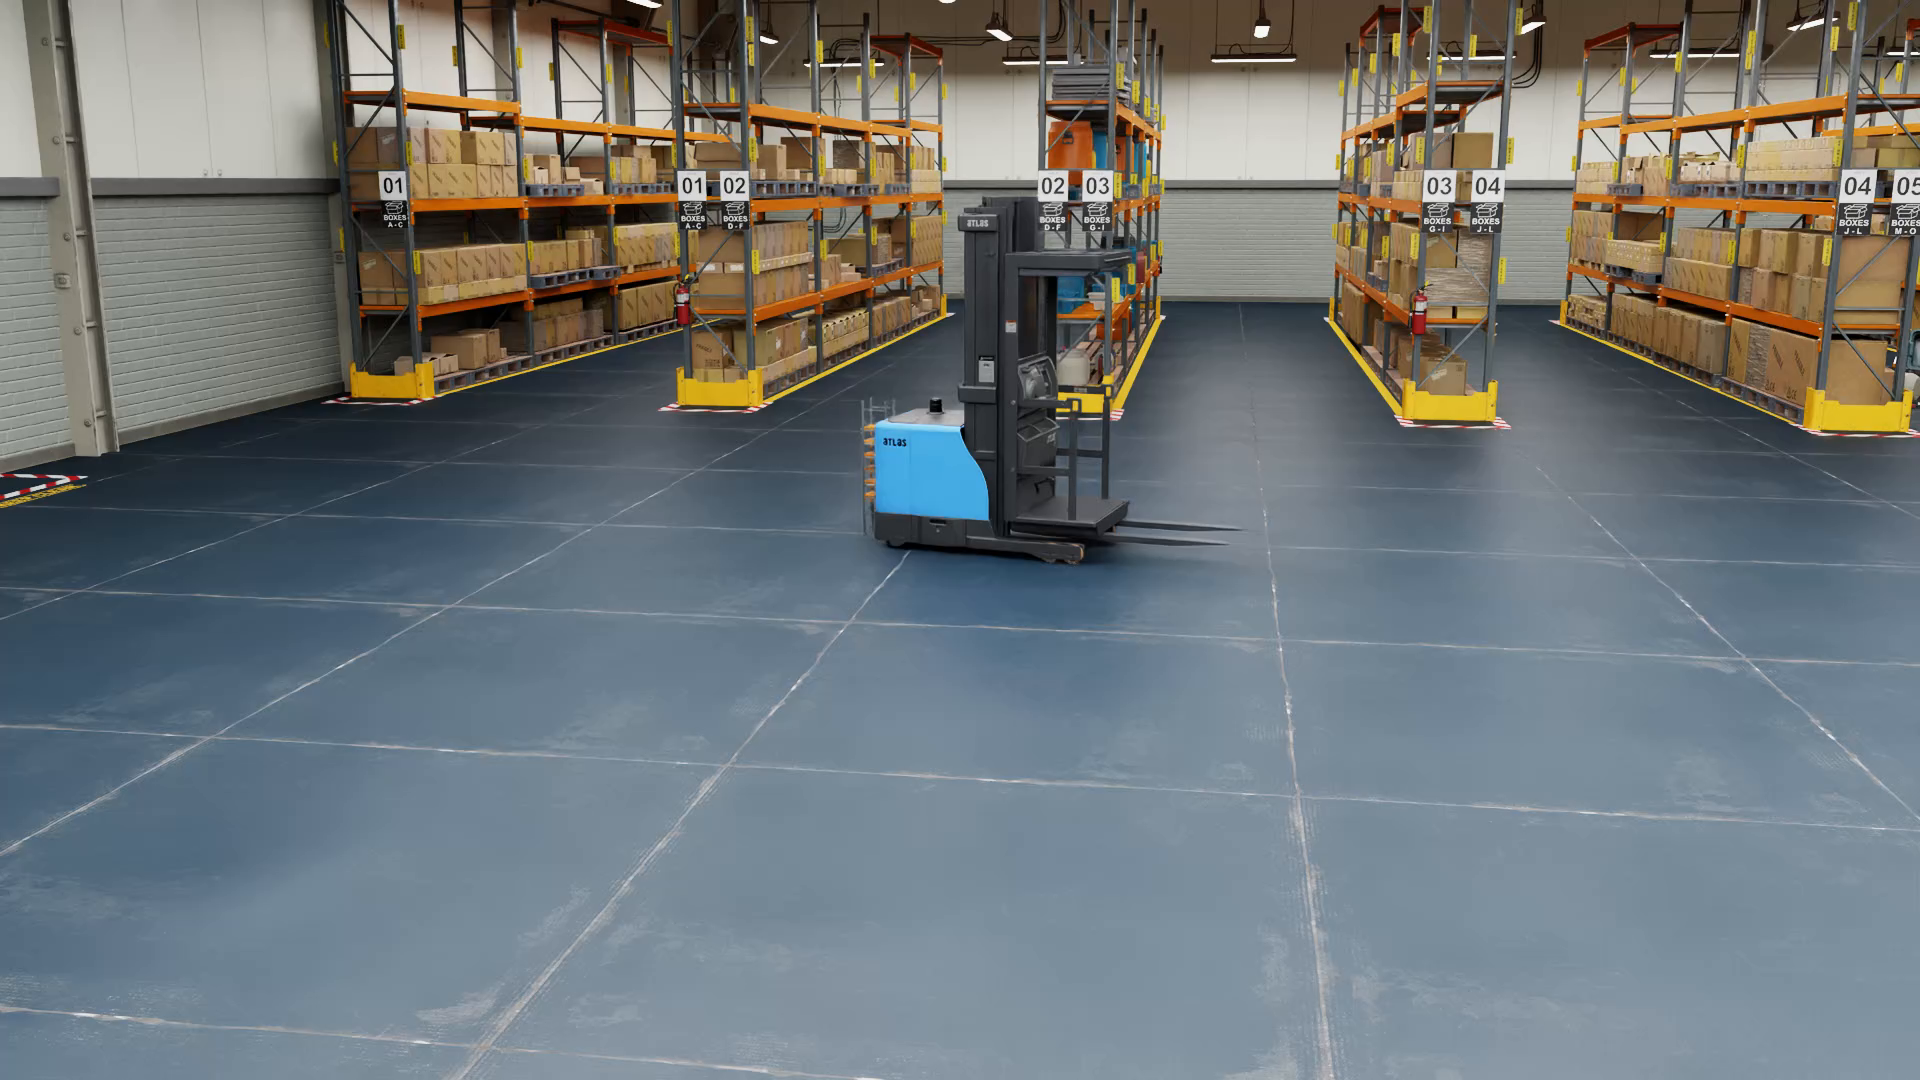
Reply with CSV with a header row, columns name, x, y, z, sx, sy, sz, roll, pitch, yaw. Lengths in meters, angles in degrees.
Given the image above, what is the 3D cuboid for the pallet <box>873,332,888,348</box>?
name,x,y,z,sx,sy,sz,roll,pitch,yaw
pallet,-1.978,-3.835,31.789,1.003,0.211,1.213,2,12,9

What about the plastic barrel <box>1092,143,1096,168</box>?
name,x,y,z,sx,sy,sz,roll,pitch,yaw
plastic barrel,1.584,-5.223,23.044,0.600,0.588,0.600,0,12,0

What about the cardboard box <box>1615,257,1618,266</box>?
name,x,y,z,sx,sy,sz,roll,pitch,yaw
cardboard box,12.525,-5.227,31.226,0.380,0.149,0.250,2,12,9

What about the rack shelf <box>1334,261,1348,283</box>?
name,x,y,z,sx,sy,sz,roll,pitch,yaw
rack shelf,8.581,-5.620,35.158,1.077,0.370,4.000,2,12,9

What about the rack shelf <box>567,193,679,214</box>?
name,x,y,z,sx,sy,sz,roll,pitch,yaw
rack shelf,-6.717,-6.735,33.212,1.077,0.370,4.000,2,12,9

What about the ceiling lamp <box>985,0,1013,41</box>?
name,x,y,z,sx,sy,sz,roll,pitch,yaw
ceiling lamp,1.027,-11.401,32.180,0.800,3.185,2.000,2,12,9

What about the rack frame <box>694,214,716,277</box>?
name,x,y,z,sx,sy,sz,roll,pitch,yaw
rack frame,-5.795,-6.869,39.248,1.000,3.000,0.127,2,12,9

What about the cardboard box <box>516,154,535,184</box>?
name,x,y,z,sx,sy,sz,roll,pitch,yaw
cardboard box,-7.477,-6.203,27.802,0.500,0.500,0.500,4,13,17

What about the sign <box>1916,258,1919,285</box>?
name,x,y,z,sx,sy,sz,roll,pitch,yaw
sign,11.861,-3.318,20.527,0.100,0.325,0.005,2,12,9

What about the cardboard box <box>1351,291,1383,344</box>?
name,x,y,z,sx,sy,sz,roll,pitch,yaw
cardboard box,7.785,-4.032,30.130,1.225,0.875,0.875,1,12,6

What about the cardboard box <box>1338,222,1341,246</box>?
name,x,y,z,sx,sy,sz,roll,pitch,yaw
cardboard box,8.471,-6.631,36.013,0.500,0.500,0.500,2,12,7

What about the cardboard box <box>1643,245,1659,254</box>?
name,x,y,z,sx,sy,sz,roll,pitch,yaw
cardboard box,12.207,-5.083,29.147,0.380,0.149,0.250,2,12,8

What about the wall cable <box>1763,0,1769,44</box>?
name,x,y,z,sx,sy,sz,roll,pitch,yaw
wall cable,18.241,-13.452,39.889,2.355,3.000,0.029,2,12,9

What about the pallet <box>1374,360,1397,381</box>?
name,x,y,z,sx,sy,sz,roll,pitch,yaw
pallet,7.161,-2.689,26.469,1.003,0.211,1.213,2,12,9

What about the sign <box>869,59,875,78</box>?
name,x,y,z,sx,sy,sz,roll,pitch,yaw
sign,-1.581,-8.494,29.952,0.100,0.325,0.005,2,12,9

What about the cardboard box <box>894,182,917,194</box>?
name,x,y,z,sx,sy,sz,roll,pitch,yaw
cardboard box,-1.195,-7.363,34.776,0.500,0.250,0.500,2,12,9

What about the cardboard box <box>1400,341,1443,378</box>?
name,x,y,z,sx,sy,sz,roll,pitch,yaw
cardboard box,6.861,-2.672,24.707,0.500,0.500,0.500,6,14,27

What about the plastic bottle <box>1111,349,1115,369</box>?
name,x,y,z,sx,sy,sz,roll,pitch,yaw
plastic bottle,2.305,-2.787,25.549,0.144,0.351,0.185,1,12,6

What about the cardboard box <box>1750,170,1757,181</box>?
name,x,y,z,sx,sy,sz,roll,pitch,yaw
cardboard box,11.499,-5.187,23.684,0.380,0.149,0.250,2,12,9

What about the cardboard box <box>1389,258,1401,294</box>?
name,x,y,z,sx,sy,sz,roll,pitch,yaw
cardboard box,6.801,-3.890,24.478,0.875,0.500,0.500,2,12,9

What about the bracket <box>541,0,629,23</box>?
name,x,y,z,sx,sy,sz,roll,pitch,yaw
bracket,-7.269,-10.265,32.220,0.076,0.066,4.783,2,12,9

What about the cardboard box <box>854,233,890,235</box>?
name,x,y,z,sx,sy,sz,roll,pitch,yaw
cardboard box,-1.808,-6.040,34.165,0.700,0.500,0.500,-2,12,-10

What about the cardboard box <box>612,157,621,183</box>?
name,x,y,z,sx,sy,sz,roll,pitch,yaw
cardboard box,-6.978,-7.149,32.145,0.700,0.500,0.500,1,12,6

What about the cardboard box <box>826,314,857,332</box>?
name,x,y,z,sx,sy,sz,roll,pitch,yaw
cardboard box,-2.121,-3.849,29.433,0.500,0.311,0.500,2,12,8

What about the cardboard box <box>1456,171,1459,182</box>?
name,x,y,z,sx,sy,sz,roll,pitch,yaw
cardboard box,6.318,-4.763,21.766,0.380,0.149,0.250,1,12,7

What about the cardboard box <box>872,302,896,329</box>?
name,x,y,z,sx,sy,sz,roll,pitch,yaw
cardboard box,-1.545,-4.445,32.888,0.500,0.500,0.500,1,12,7

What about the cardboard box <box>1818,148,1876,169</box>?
name,x,y,z,sx,sy,sz,roll,pitch,yaw
cardboard box,11.112,-4.779,20.844,0.500,0.250,0.500,2,12,9

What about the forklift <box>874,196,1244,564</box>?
name,x,y,z,sx,sy,sz,roll,pitch,yaw
forklift,0.838,-1.360,13.848,3.031,2.935,1.130,5,13,20

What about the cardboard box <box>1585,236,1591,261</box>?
name,x,y,z,sx,sy,sz,roll,pitch,yaw
cardboard box,13.215,-5.996,34.251,0.500,0.500,0.500,2,12,7

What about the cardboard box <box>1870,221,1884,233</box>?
name,x,y,z,sx,sy,sz,roll,pitch,yaw
cardboard box,17.865,-5.879,32.042,0.500,0.500,0.500,2,12,8

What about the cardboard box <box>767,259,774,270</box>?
name,x,y,z,sx,sy,sz,roll,pitch,yaw
cardboard box,-2.930,-4.035,24.317,0.380,0.149,0.250,1,12,7

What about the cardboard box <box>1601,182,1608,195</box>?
name,x,y,z,sx,sy,sz,roll,pitch,yaw
cardboard box,13.056,-6.981,33.002,0.500,0.250,0.500,2,12,8

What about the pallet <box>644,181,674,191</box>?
name,x,y,z,sx,sy,sz,roll,pitch,yaw
pallet,-6.274,-7.630,35.866,1.003,0.211,1.213,2,12,9

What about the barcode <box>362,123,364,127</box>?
name,x,y,z,sx,sy,sz,roll,pitch,yaw
barcode,-8.640,-6.000,24.059,0.001,0.075,0.075,2,12,9

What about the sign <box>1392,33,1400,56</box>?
name,x,y,z,sx,sy,sz,roll,pitch,yaw
sign,6.494,-7.373,24.754,0.100,0.325,0.005,2,12,9

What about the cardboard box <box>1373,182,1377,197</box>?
name,x,y,z,sx,sy,sz,roll,pitch,yaw
cardboard box,7.255,-5.919,28.075,0.500,0.250,0.500,2,12,10

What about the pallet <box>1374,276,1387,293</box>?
name,x,y,z,sx,sy,sz,roll,pitch,yaw
pallet,7.394,-4.215,27.389,1.003,0.211,1.213,2,12,9

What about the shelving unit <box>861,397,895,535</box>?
name,x,y,z,sx,sy,sz,roll,pitch,yaw
shelving unit,-0.711,-0.642,14.623,0.258,1.200,0.189,4,13,20

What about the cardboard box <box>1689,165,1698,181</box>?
name,x,y,z,sx,sy,sz,roll,pitch,yaw
cardboard box,12.138,-5.940,26.938,0.500,0.250,0.500,2,12,10

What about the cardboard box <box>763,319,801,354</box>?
name,x,y,z,sx,sy,sz,roll,pitch,yaw
cardboard box,-2.762,-3.128,25.637,0.500,0.500,0.500,2,12,9

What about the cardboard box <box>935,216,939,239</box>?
name,x,y,z,sx,sy,sz,roll,pitch,yaw
cardboard box,-0.773,-7.040,37.432,0.500,0.500,0.500,2,12,10

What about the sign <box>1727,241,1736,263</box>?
name,x,y,z,sx,sy,sz,roll,pitch,yaw
sign,11.391,-4.251,24.538,0.100,0.325,0.005,2,12,9

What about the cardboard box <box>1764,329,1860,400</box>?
name,x,y,z,sx,sy,sz,roll,pitch,yaw
cardboard box,11.485,-2.369,22.411,0.875,0.875,0.875,2,12,8

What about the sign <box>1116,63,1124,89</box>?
name,x,y,z,sx,sy,sz,roll,pitch,yaw
sign,2.077,-6.029,21.607,0.100,0.325,0.005,2,12,9

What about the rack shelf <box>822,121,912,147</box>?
name,x,y,z,sx,sy,sz,roll,pitch,yaw
rack shelf,-1.822,-7.846,32.197,1.077,0.370,4.000,2,12,9

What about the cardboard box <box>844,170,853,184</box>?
name,x,y,z,sx,sy,sz,roll,pitch,yaw
cardboard box,-2.207,-6.437,29.479,0.500,0.250,0.500,2,12,10

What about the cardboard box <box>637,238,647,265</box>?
name,x,y,z,sx,sy,sz,roll,pitch,yaw
cardboard box,-6.530,-5.713,32.891,0.500,0.500,0.500,2,12,8

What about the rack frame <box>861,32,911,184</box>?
name,x,y,z,sx,sy,sz,roll,pitch,yaw
rack frame,-1.515,-8.810,34.011,1.000,3.000,0.127,2,12,9

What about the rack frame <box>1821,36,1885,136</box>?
name,x,y,z,sx,sy,sz,roll,pitch,yaw
rack frame,18.681,-8.999,34.892,1.000,3.000,0.127,2,12,9

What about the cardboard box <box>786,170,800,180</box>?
name,x,y,z,sx,sy,sz,roll,pitch,yaw
cardboard box,-2.660,-5.569,25.361,0.380,0.149,0.250,2,12,9

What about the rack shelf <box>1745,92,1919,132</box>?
name,x,y,z,sx,sy,sz,roll,pitch,yaw
rack shelf,11.621,-5.677,22.134,1.077,0.370,4.000,2,12,9

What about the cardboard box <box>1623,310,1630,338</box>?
name,x,y,z,sx,sy,sz,roll,pitch,yaw
cardboard box,12.636,-3.992,30.833,0.500,0.500,0.500,2,12,10

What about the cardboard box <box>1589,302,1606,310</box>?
name,x,y,z,sx,sy,sz,roll,pitch,yaw
cardboard box,13.055,-4.776,33.892,0.380,0.149,0.250,1,12,6

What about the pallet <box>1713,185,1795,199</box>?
name,x,y,z,sx,sy,sz,roll,pitch,yaw
pallet,12.021,-5.273,25.177,0.805,0.209,1.217,1,12,6

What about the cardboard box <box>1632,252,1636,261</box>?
name,x,y,z,sx,sy,sz,roll,pitch,yaw
cardboard box,12.326,-5.101,29.934,0.380,0.149,0.250,2,12,8
